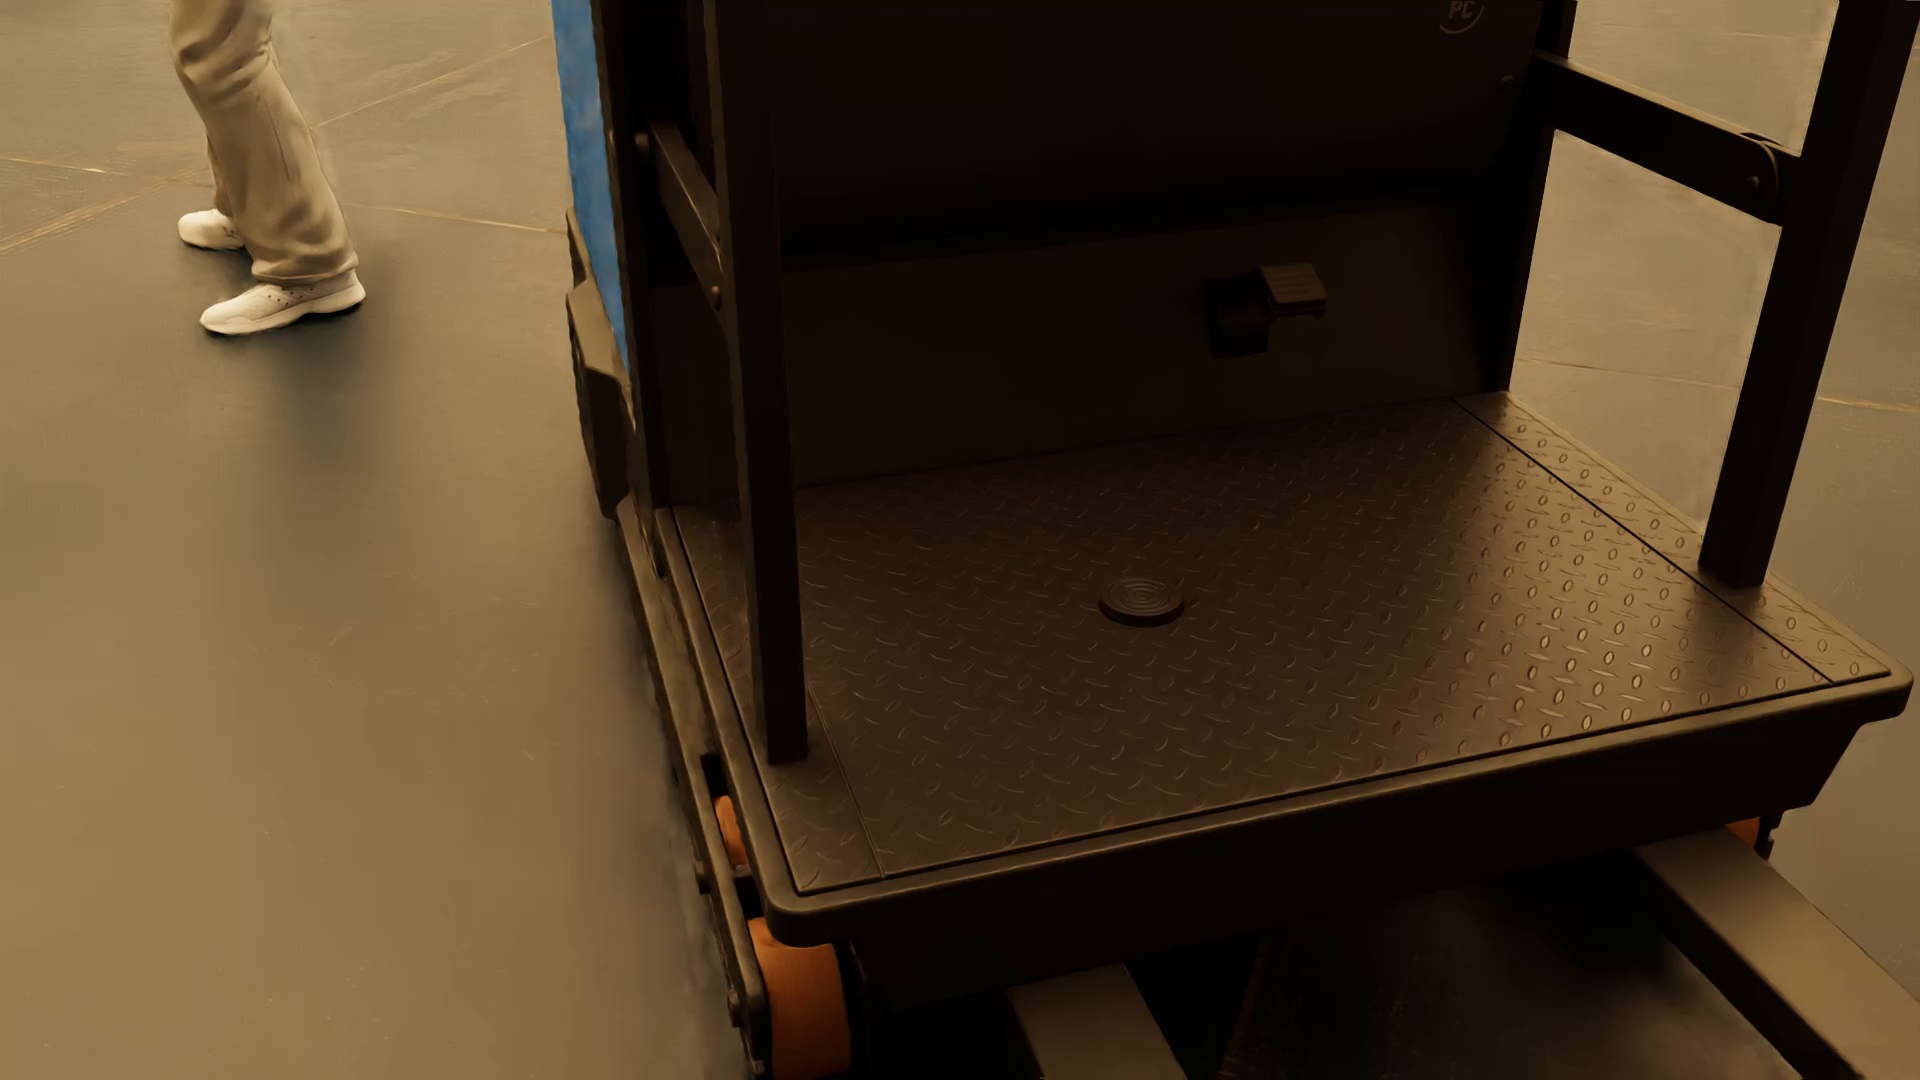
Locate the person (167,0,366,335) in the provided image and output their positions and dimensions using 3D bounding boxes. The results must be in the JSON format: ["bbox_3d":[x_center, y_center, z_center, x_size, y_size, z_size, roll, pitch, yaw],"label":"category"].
[{"bbox_3d":[-1.423,-1.264,3.059,0.509,1.670,0.648,-4,30,-7],"label":"person"}]

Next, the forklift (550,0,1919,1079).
[{"bbox_3d":[0.238,-0.979,1.255,1.130,2.935,3.031,-9,31,-15],"label":"forklift"}]
